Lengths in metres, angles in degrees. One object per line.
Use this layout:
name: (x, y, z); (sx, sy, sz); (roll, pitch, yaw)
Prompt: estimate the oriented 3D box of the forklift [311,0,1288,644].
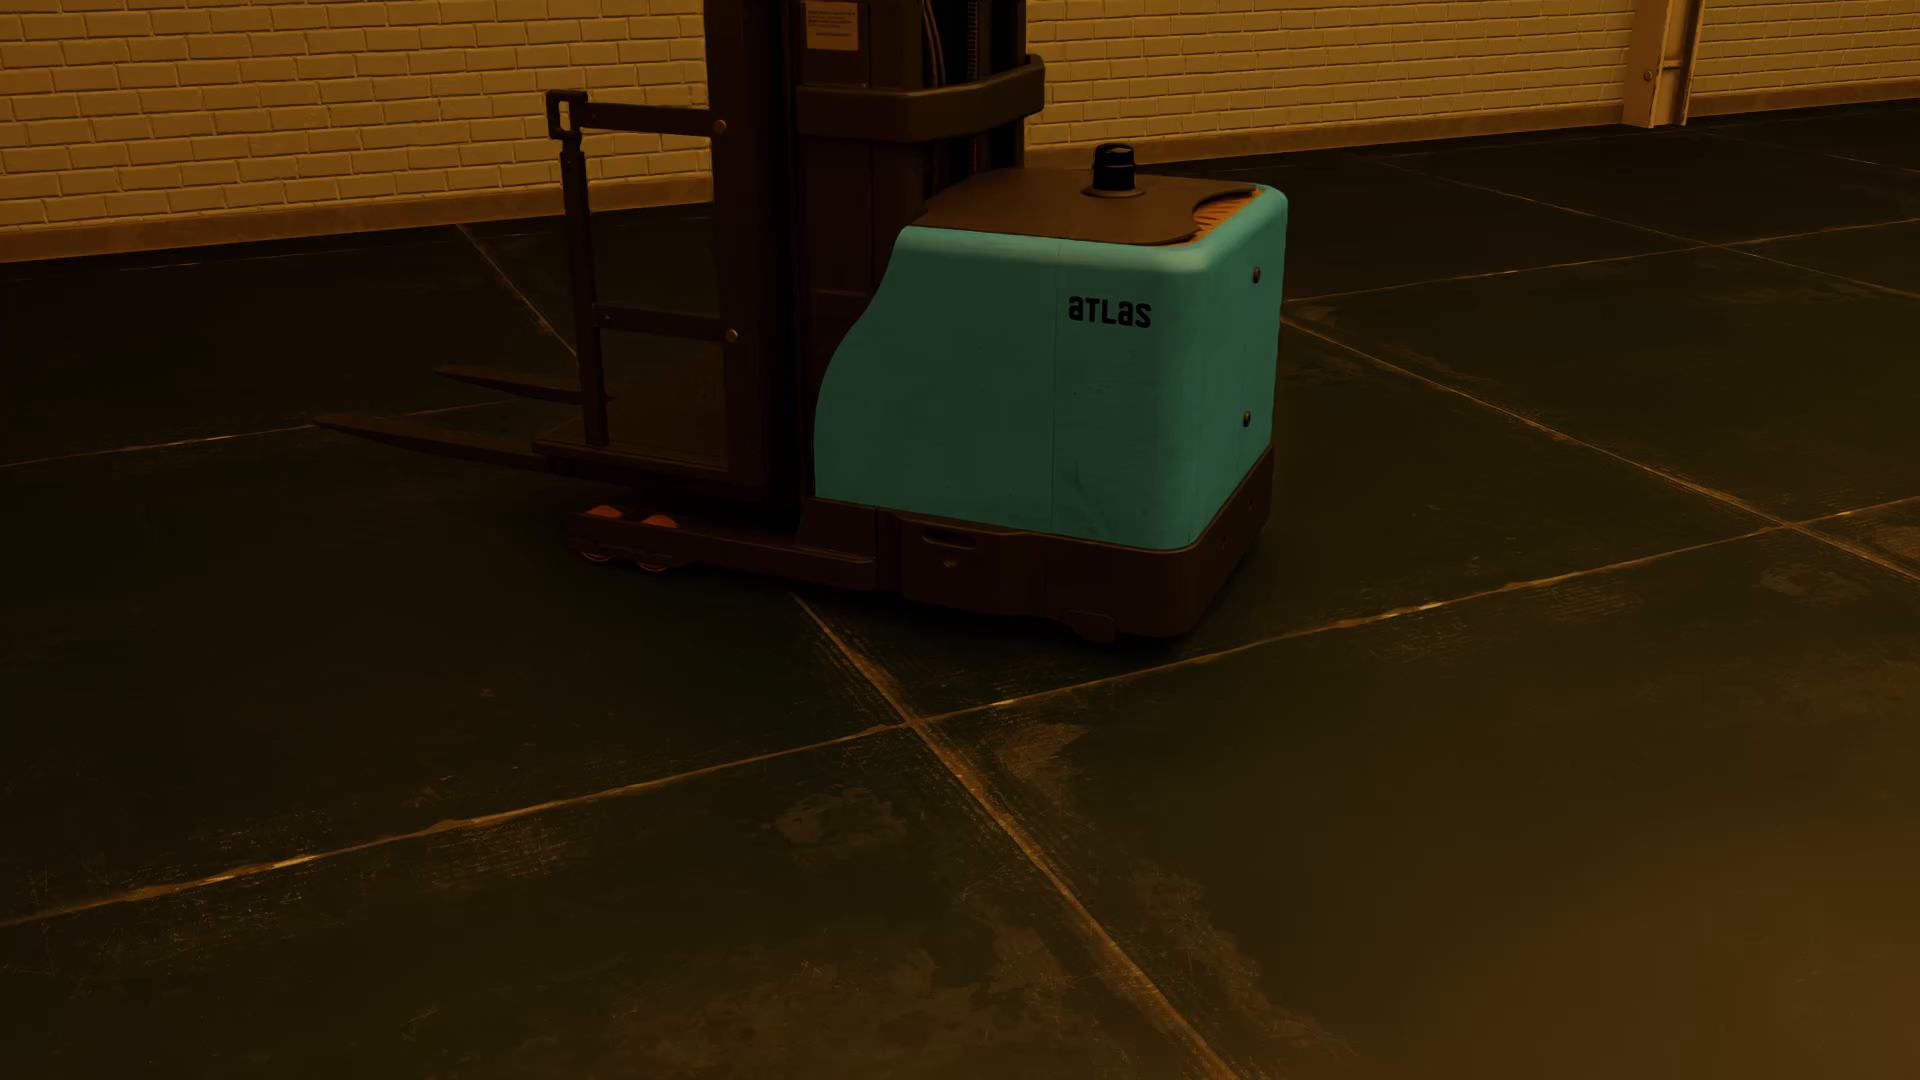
forklift: (-0.616, -1.433, 4.736); (3.031, 2.935, 1.130); (9, 24, 21)
